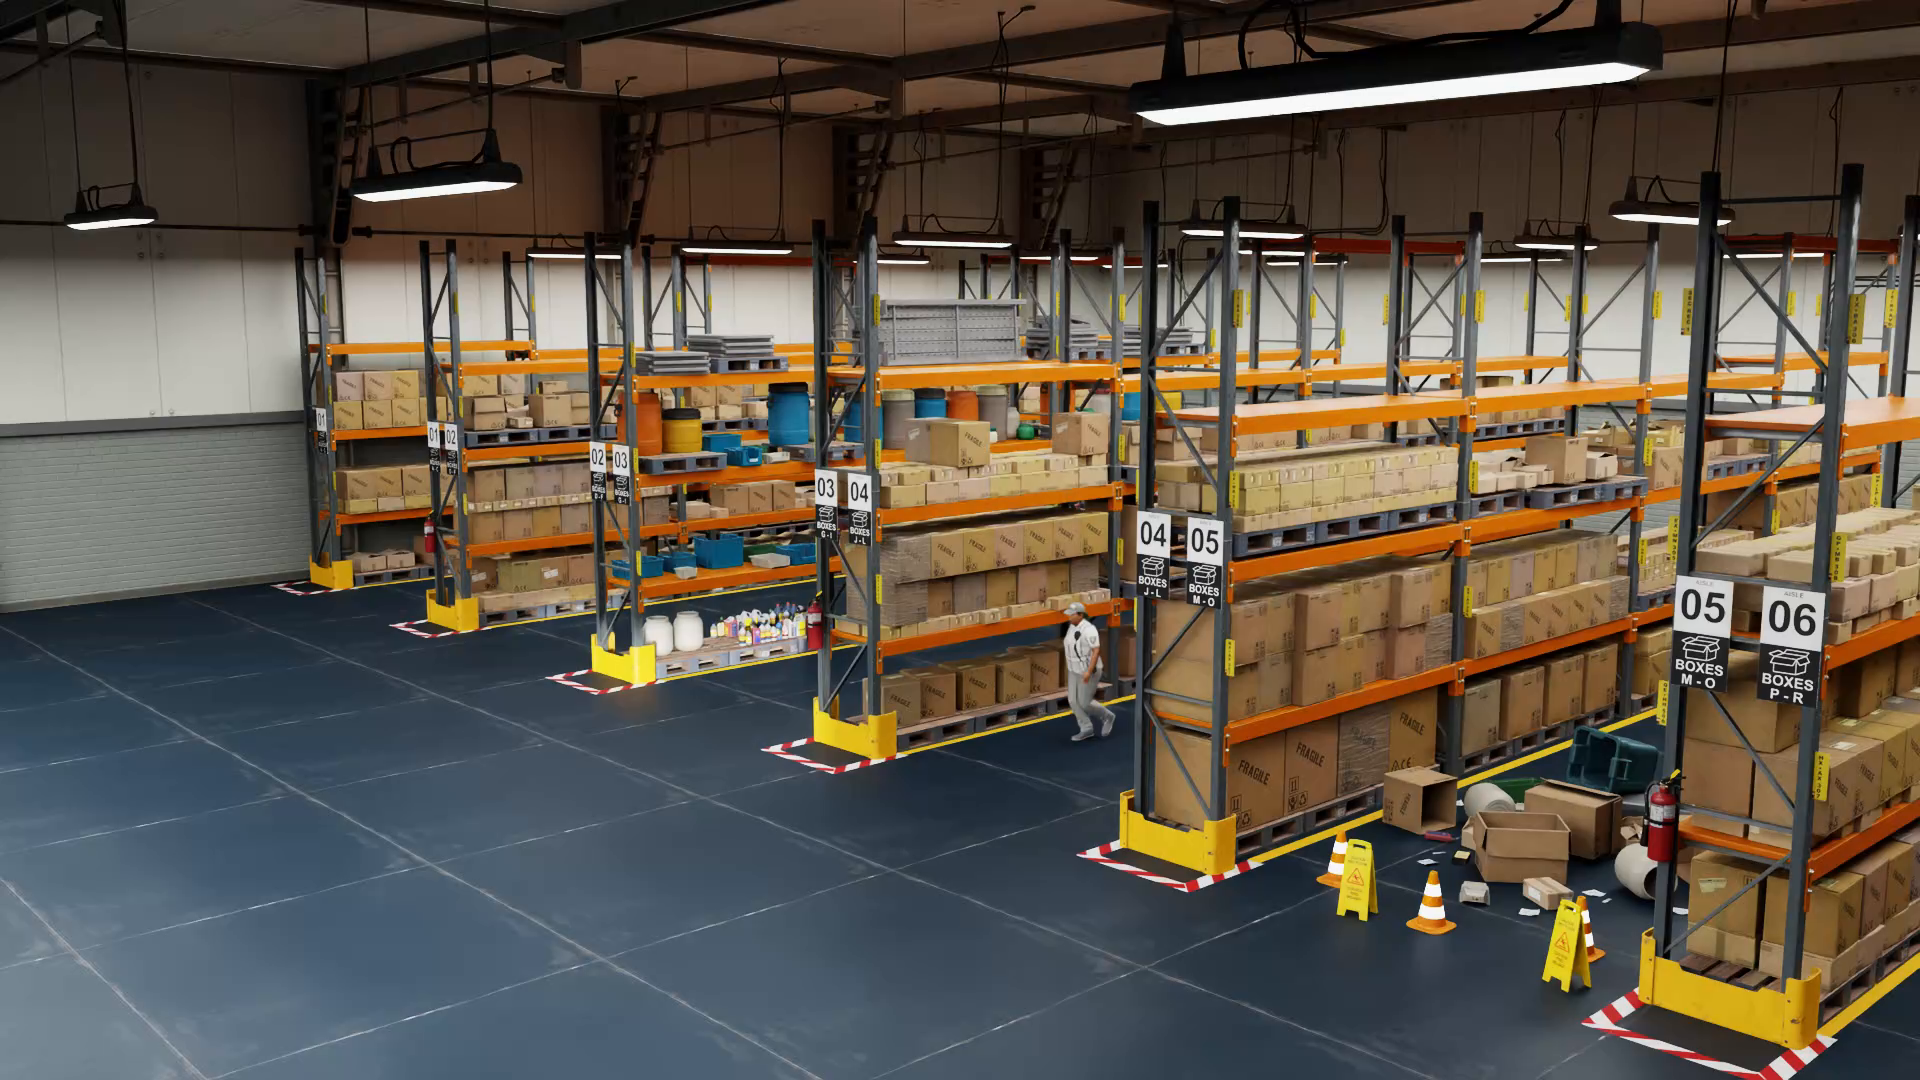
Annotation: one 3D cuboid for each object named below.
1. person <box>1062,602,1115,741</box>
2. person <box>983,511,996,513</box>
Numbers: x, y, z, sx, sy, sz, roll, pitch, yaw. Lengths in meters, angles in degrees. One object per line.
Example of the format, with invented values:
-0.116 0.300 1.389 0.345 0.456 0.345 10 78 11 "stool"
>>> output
1.492 1.527 19.444 0.623 1.642 0.539 -4 9 -28 "person"
0.444 0.310 25.600 0.603 1.716 0.538 -7 11 -41 "person"
